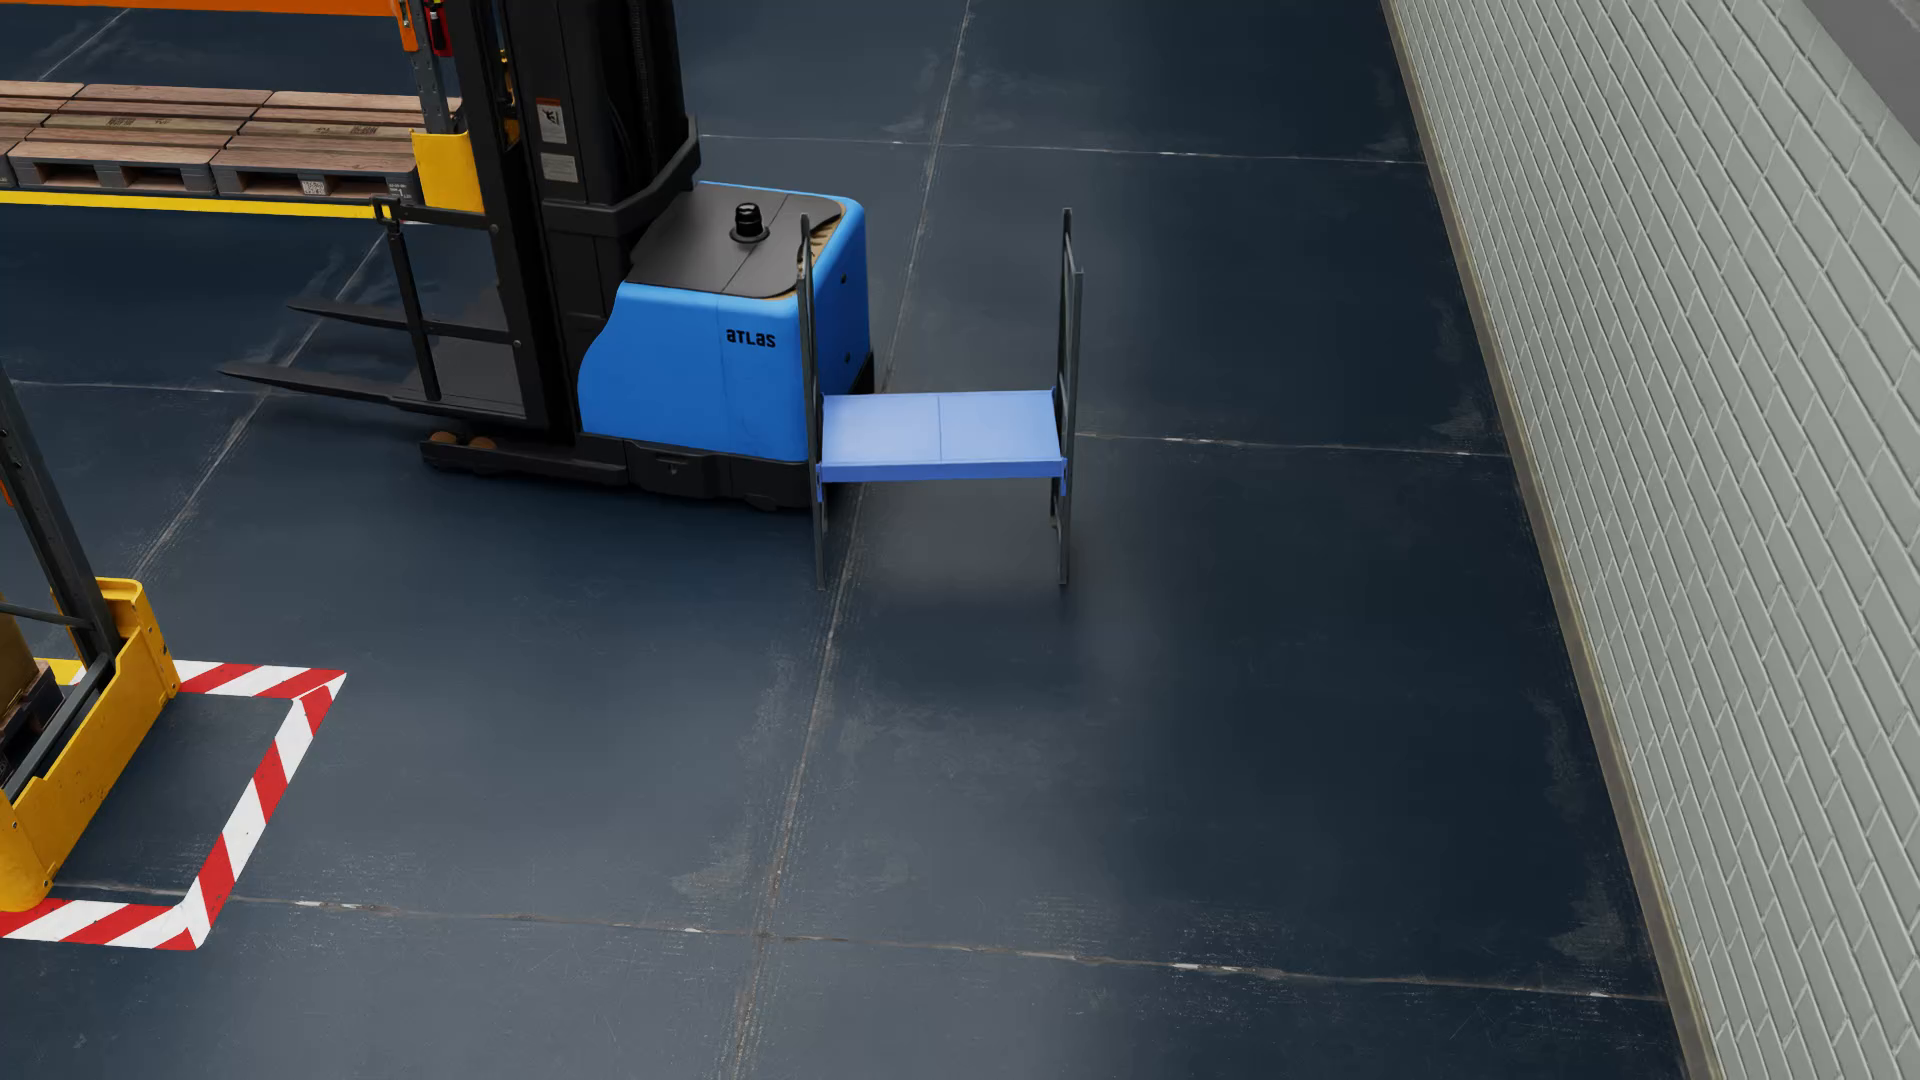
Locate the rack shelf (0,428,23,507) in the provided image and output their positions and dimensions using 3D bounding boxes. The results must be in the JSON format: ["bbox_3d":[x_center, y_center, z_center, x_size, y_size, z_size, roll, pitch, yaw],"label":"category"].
[{"bbox_3d":[-5.299,-0.095,5.561,4.000,0.370,1.077,3,39,4],"label":"rack shelf"}]

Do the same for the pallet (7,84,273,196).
[{"bbox_3d":[-4.909,-2.436,10.076,1.213,0.211,1.003,3,39,4],"label":"pallet"}]

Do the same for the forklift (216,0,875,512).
[{"bbox_3d":[-1.983,-1.754,7.083,3.031,2.935,1.130,9,40,10],"label":"forklift"}]

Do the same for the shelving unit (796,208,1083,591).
[{"bbox_3d":[-0.082,-0.538,6.722,1.048,1.500,0.538,-1,39,-2],"label":"shelving unit"}]

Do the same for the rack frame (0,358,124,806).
[{"bbox_3d":[-3.306,-0.265,5.200,0.127,3.000,1.000,3,39,4],"label":"rack frame"}]

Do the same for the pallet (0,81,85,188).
[{"bbox_3d":[-6.128,-2.501,10.155,1.213,0.211,1.003,3,39,4],"label":"pallet"}]

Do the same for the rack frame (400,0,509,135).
[{"bbox_3d":[-2.879,-3.380,9.027,0.127,3.000,1.000,3,39,4],"label":"rack frame"}]

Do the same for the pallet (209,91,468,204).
[{"bbox_3d":[-3.697,-2.368,9.992,1.213,0.211,1.003,3,39,4],"label":"pallet"}]

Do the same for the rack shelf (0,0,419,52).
[{"bbox_3d":[-4.871,-3.210,9.388,4.000,0.370,1.077,3,39,4],"label":"rack shelf"}]

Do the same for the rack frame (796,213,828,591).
[{"bbox_3d":[-0.590,-0.524,6.706,0.032,1.500,0.500,-1,39,-2],"label":"rack frame"}]

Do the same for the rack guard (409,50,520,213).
[{"bbox_3d":[-2.854,-2.418,9.824,0.348,0.500,1.175,3,39,4],"label":"rack guard"}]

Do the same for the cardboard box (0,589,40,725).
[{"bbox_3d":[-3.951,0.411,5.719,0.875,0.875,0.875,3,39,4],"label":"cardboard box"}]

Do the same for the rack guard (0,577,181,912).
[{"bbox_3d":[-3.282,0.705,5.987,0.348,0.500,1.175,3,39,4],"label":"rack guard"}]

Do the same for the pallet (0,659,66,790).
[{"bbox_3d":[-4.110,0.822,6.073,1.213,0.211,1.003,3,39,4],"label":"pallet"}]

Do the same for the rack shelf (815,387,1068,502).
[{"bbox_3d":[-0.082,-0.398,6.836,1.000,0.185,0.538,-1,39,-2],"label":"rack shelf"}]

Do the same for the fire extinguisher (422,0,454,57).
[{"bbox_3d":[-2.768,-2.912,8.808,0.183,0.674,0.296,3,39,4],"label":"fire extinguisher"}]

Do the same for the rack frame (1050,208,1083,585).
[{"bbox_3d":[0.425,-0.551,6.739,0.032,1.500,0.500,-1,39,-2],"label":"rack frame"}]
